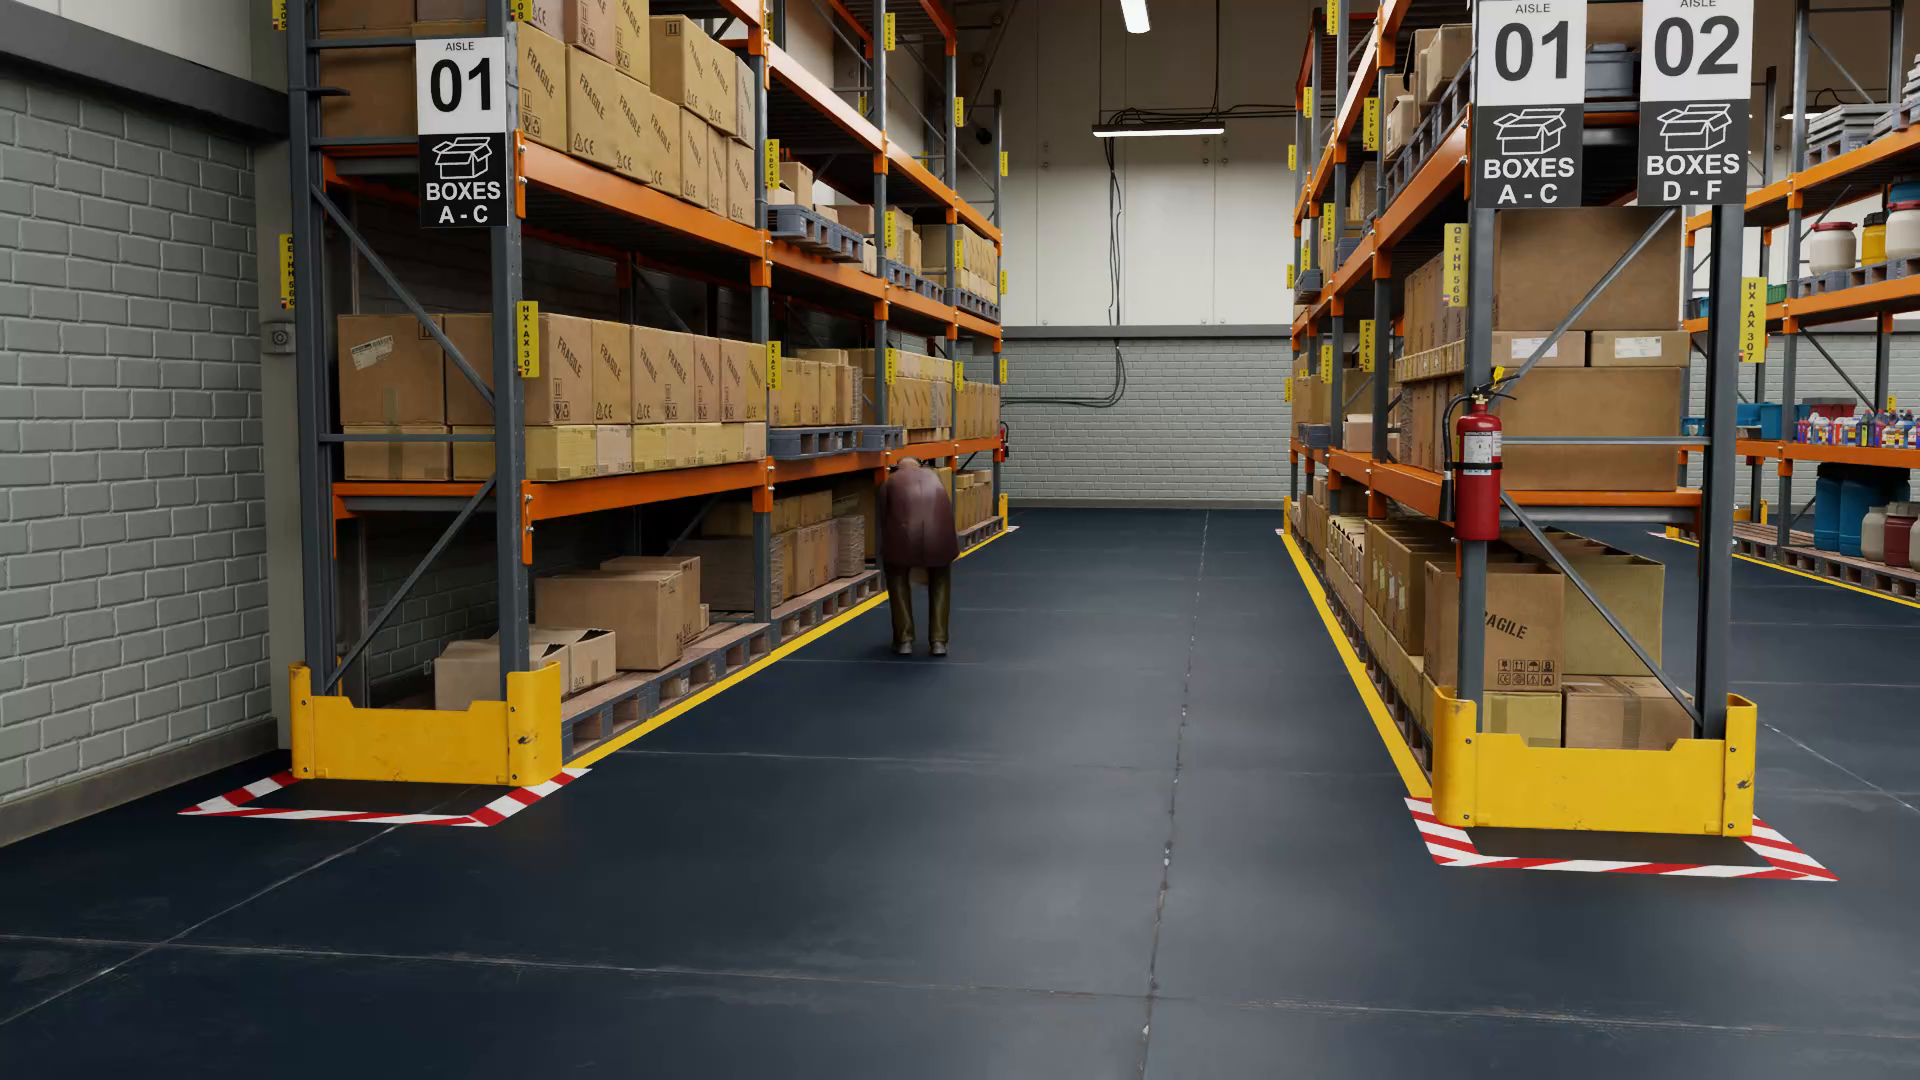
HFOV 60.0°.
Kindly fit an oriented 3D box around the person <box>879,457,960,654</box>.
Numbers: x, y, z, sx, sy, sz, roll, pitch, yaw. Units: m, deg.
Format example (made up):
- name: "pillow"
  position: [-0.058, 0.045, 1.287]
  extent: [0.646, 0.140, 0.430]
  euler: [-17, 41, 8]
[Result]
- name: "person"
  position: [-0.299, 0.113, 11.407]
  extent: [0.550, 1.279, 0.914]
  euler: [-1, 4, -8]
